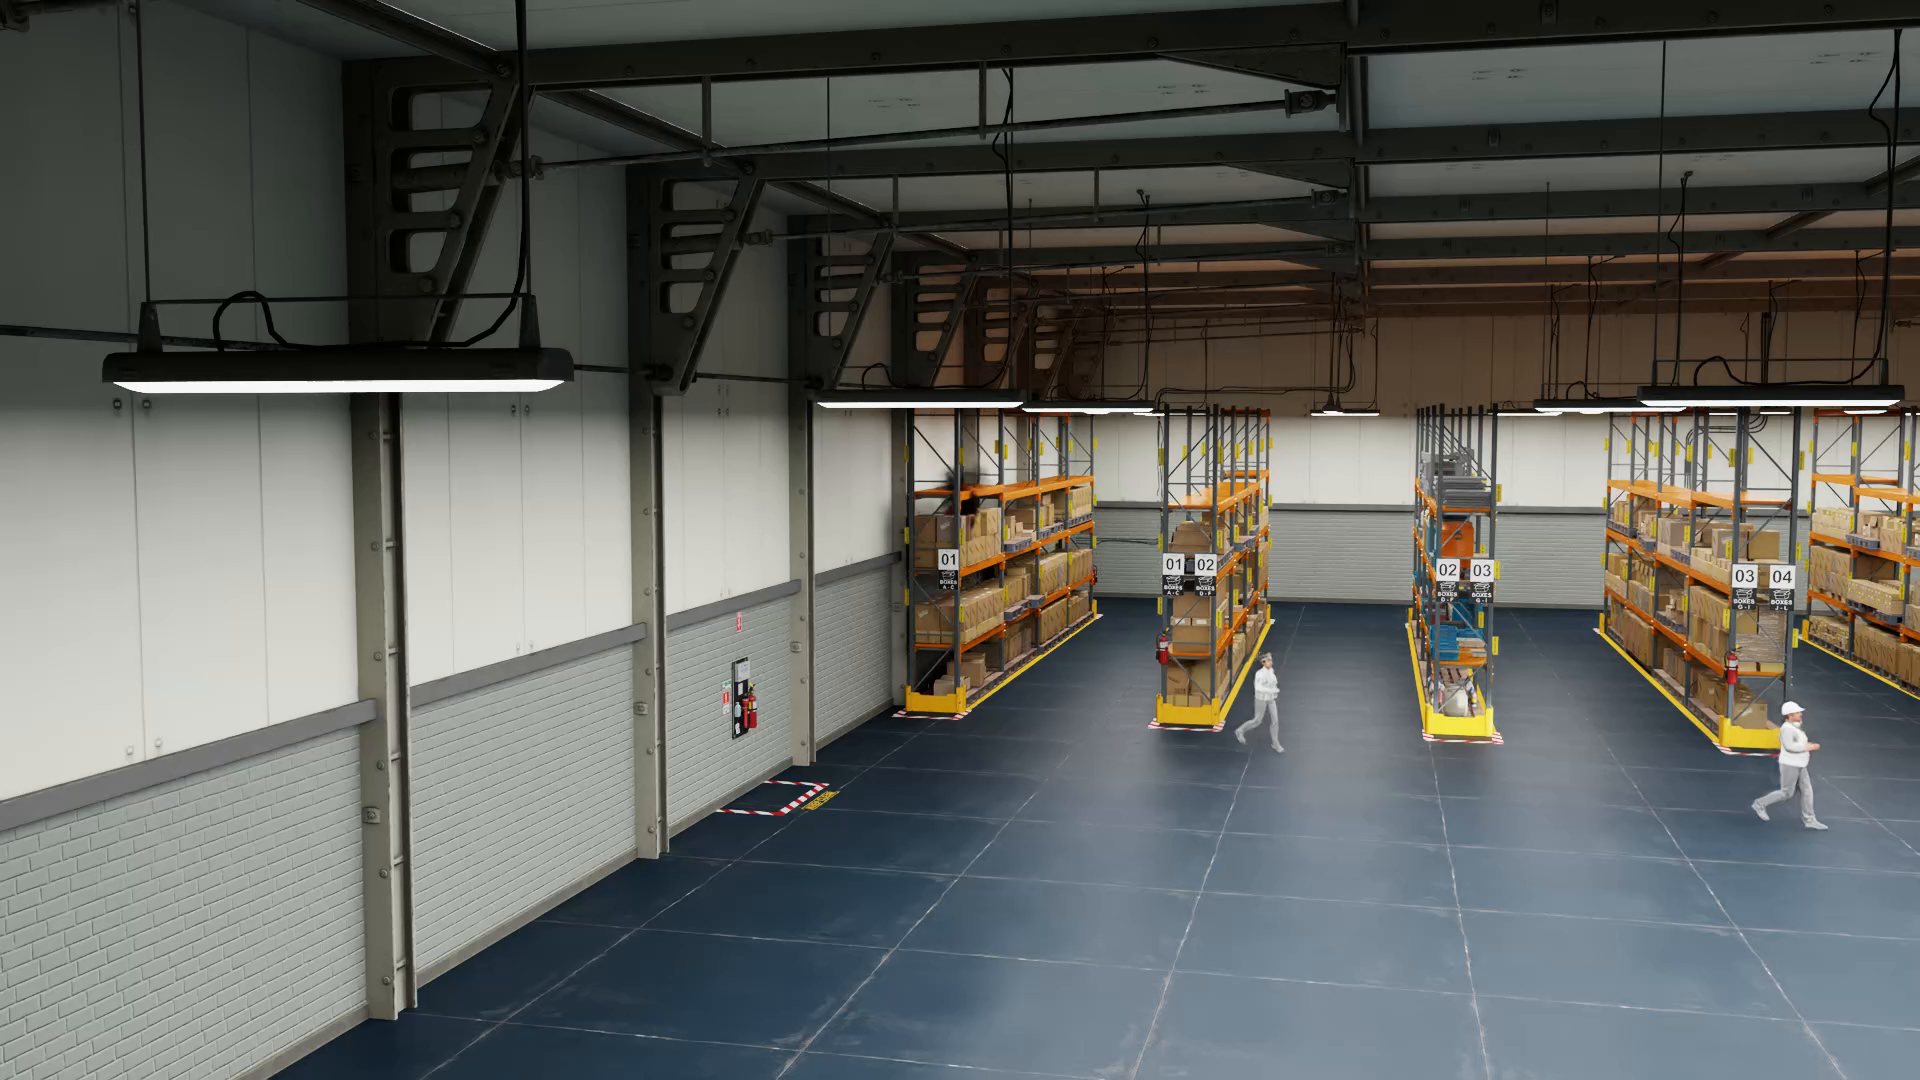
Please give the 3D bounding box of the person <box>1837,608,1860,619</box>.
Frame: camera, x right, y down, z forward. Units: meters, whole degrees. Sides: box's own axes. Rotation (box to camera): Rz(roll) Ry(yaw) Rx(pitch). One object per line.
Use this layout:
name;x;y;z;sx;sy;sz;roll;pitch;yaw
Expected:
person;23.588;1.607;44.328;0.744;1.721;0.924;-1;4;-18

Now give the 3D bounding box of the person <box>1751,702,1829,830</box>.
person;11.613;3.131;23.207;0.963;1.751;0.661;3;5;39

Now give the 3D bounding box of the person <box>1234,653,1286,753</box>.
person;5.236;2.783;28.771;0.623;1.715;0.935;-4;6;-44

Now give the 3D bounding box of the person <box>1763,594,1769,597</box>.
person;21.326;1.657;44.142;0.937;1.697;0.682;0;4;-4
